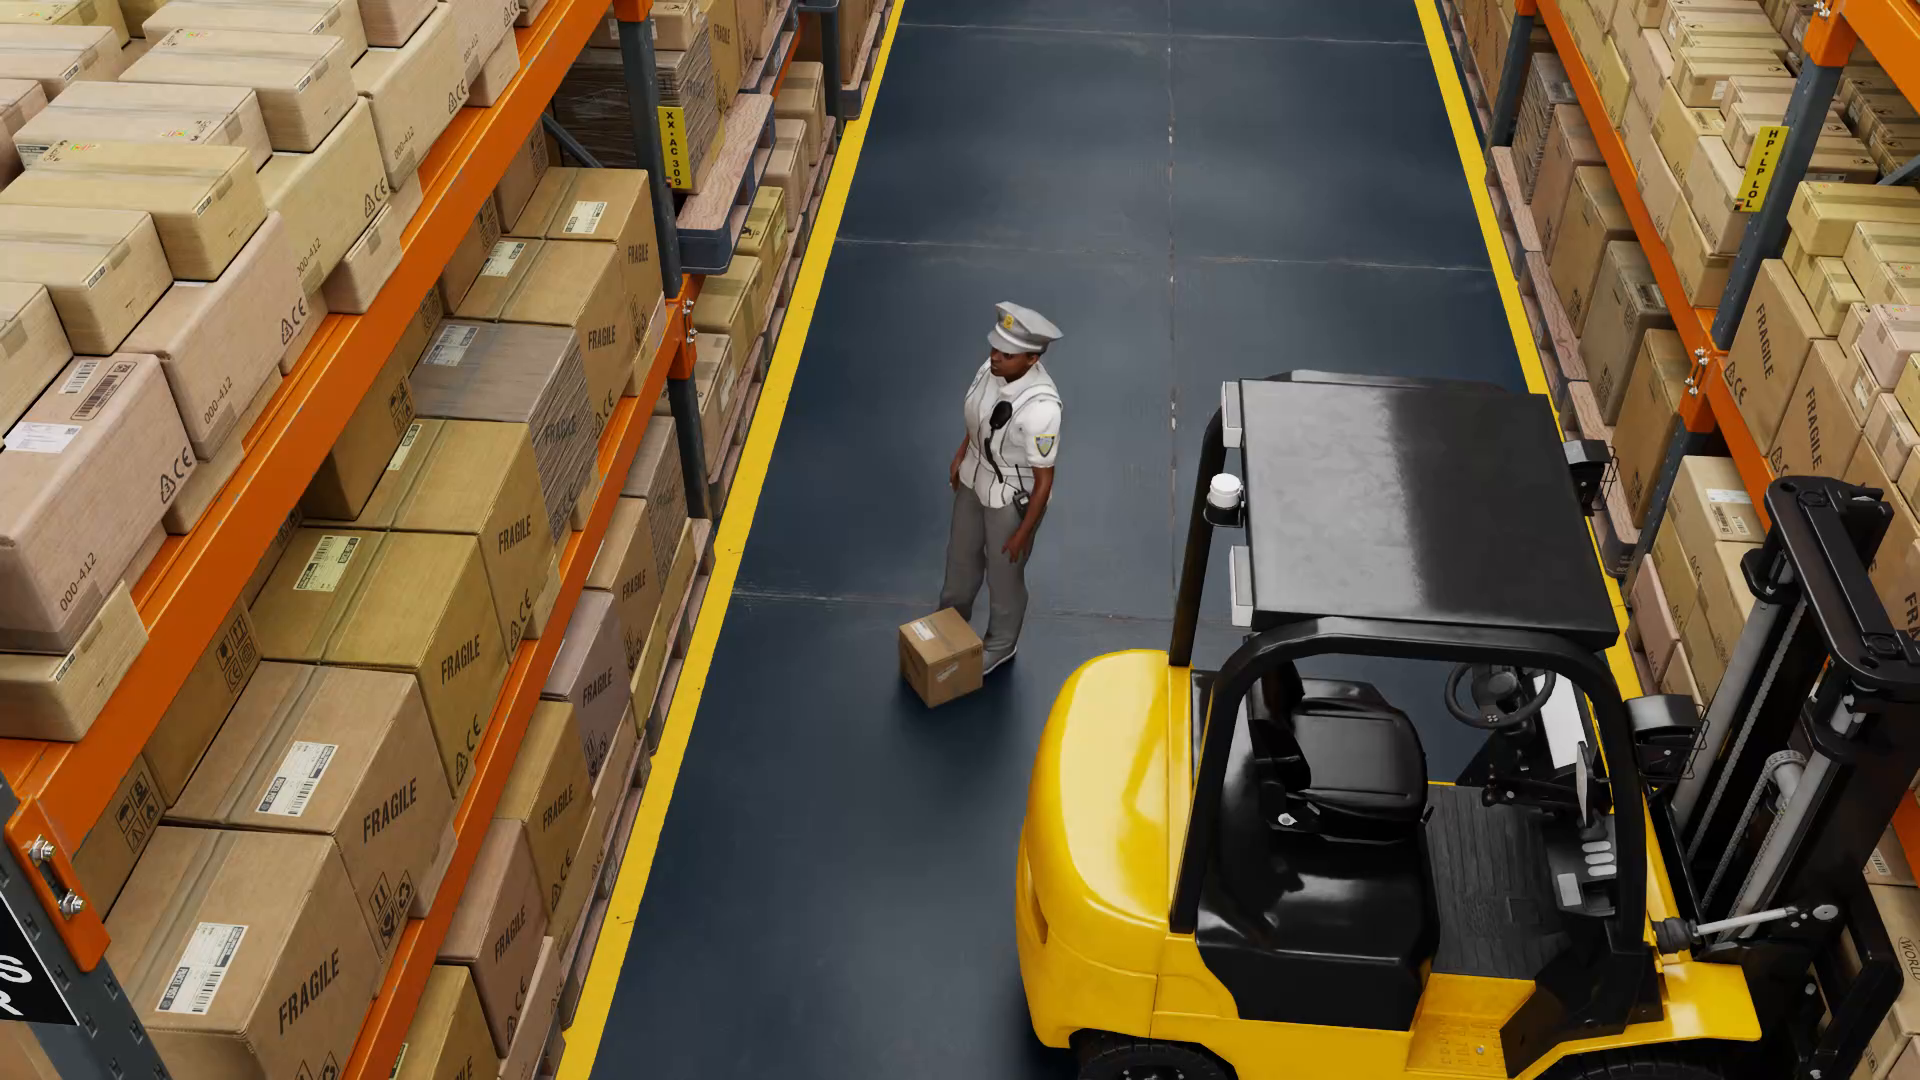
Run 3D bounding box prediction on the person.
[{"bbox_3d":[0.090,-0.166,6.312,0.529,1.695,0.569,-18,44,-20],"label":"person"}]
